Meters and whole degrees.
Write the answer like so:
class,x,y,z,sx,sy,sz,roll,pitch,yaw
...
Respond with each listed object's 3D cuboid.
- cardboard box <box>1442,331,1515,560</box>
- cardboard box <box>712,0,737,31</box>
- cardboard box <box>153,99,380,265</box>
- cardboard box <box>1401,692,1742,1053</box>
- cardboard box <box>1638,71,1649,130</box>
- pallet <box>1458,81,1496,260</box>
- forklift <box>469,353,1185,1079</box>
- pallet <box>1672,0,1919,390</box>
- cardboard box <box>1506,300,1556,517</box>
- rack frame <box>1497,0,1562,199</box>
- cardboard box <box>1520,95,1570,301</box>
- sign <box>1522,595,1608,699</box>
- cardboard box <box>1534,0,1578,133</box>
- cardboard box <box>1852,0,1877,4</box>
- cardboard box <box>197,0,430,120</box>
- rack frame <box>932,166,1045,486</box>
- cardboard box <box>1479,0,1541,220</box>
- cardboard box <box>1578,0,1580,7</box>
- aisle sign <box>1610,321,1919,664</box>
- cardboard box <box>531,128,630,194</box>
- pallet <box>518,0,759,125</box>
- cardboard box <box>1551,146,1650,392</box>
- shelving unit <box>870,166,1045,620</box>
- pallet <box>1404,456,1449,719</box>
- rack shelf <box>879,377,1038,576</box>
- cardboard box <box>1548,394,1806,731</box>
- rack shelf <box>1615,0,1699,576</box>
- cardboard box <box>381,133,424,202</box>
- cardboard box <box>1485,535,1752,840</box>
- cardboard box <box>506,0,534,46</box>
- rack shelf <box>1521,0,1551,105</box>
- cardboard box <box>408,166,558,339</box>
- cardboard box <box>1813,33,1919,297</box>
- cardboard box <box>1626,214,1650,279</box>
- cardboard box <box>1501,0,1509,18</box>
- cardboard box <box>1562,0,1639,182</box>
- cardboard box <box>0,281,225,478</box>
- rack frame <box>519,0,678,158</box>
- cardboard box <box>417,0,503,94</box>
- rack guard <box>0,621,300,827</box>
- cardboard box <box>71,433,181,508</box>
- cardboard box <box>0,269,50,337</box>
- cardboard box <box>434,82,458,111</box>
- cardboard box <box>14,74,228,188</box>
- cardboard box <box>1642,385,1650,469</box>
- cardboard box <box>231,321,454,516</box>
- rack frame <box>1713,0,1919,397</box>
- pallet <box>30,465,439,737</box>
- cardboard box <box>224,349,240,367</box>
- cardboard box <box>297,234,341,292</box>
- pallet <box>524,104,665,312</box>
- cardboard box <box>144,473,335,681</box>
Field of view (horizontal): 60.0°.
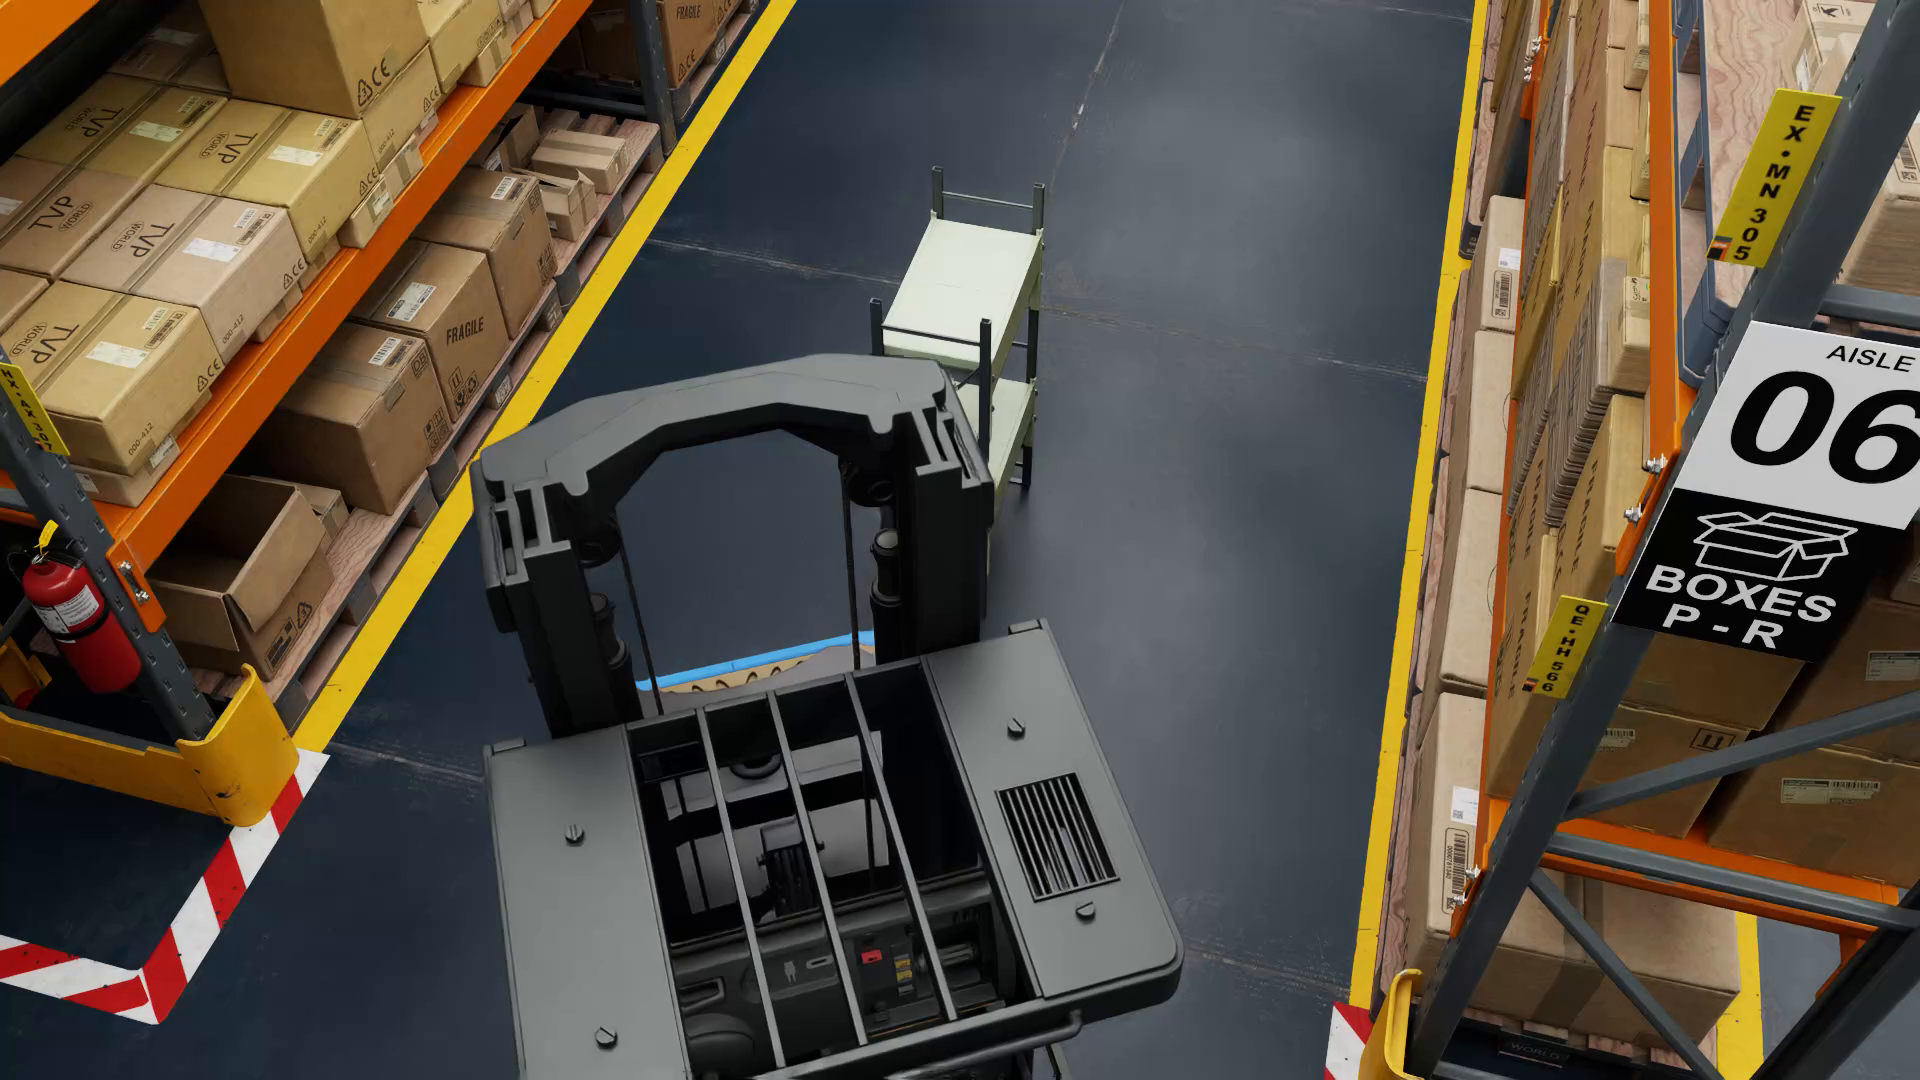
class,x,y,z,sx,sy,sz,roll,pitch,yaw
cardboard box,2.354,-0.293,6.356,0.875,0.438,0.875,10,49,9
cardboard box,-1.457,-3.064,8.760,0.500,0.500,0.500,11,49,10
cardboard box,-2.343,-1.222,5.648,0.500,0.250,0.500,11,49,9
cardboard box,1.882,1.022,5.195,0.875,0.438,0.875,10,49,9
cardboard box,2.076,-1.187,4.550,0.380,0.149,0.250,13,50,11
pallet,2.988,-1.733,8.058,1.003,0.211,1.213,12,50,10
forklift,-0.264,1.161,3.689,1.130,2.935,3.031,-12,50,-11
pallet,1.990,-0.691,3.337,1.003,0.211,1.213,12,50,10
cardboard box,1.949,-0.358,4.917,0.500,0.500,0.500,13,50,11
rack frame,2.858,-2.083,6.506,1.000,3.000,0.127,12,50,10
cardboard box,2.208,-1.106,5.578,0.500,0.500,0.500,12,50,10
sign,1.285,0.232,3.533,0.100,0.325,0.005,12,50,10
cardboard box,2.482,-1.828,6.215,0.500,0.500,0.500,13,50,11
cardboard box,2.247,-1.397,3.614,0.500,0.311,0.500,12,50,11
cardboard box,-2.211,-1.823,5.679,0.500,0.500,0.500,13,50,11
rack frame,0.098,-0.766,6.344,0.400,1.500,0.023,12,50,10
cardboard box,2.944,-1.983,7.555,0.875,0.875,0.875,13,50,11
cardboard box,2.499,-2.150,5.832,0.500,0.500,0.500,12,50,10
aisle sign,1.487,-0.059,2.986,0.394,0.787,0.004,12,50,10
cardboard box,-1.795,-1.794,7.873,0.380,0.149,0.250,10,49,9
pallet,-1.754,-2.733,8.940,1.003,0.211,1.213,12,50,10
cardboard box,1.945,-0.690,4.544,0.500,0.500,0.500,11,50,10
shelving unit,0.002,-0.501,6.111,0.431,1.500,0.755,12,50,10
pallet,2.263,0.260,6.299,1.003,0.211,1.213,12,50,10
rack shelf,0.002,-0.285,6.355,0.431,0.370,0.720,12,50,10
cardboard box,1.702,0.051,3.890,0.500,0.500,0.500,13,50,11
rack shelf,2.331,-1.391,4.375,1.077,0.370,4.000,12,50,10
cardboard box,-2.197,-1.383,6.057,0.380,0.149,0.250,13,50,11
cardboard box,1.677,0.376,4.269,0.500,0.500,0.500,12,50,10
cardboard box,-1.960,-2.126,6.712,0.380,0.149,0.250,13,50,11
rack shelf,3.384,-3.291,8.053,1.077,0.370,4.000,12,50,10
cardboard box,-2.197,-1.263,7.170,0.700,0.500,0.500,10,49,9
cardboard box,1.836,-0.648,2.992,0.500,0.250,0.500,7,49,7
cardboard box,1.843,-0.633,4.061,0.380,0.149,0.250,13,50,11
cardboard box,3.410,-3.284,8.704,0.875,0.875,0.875,12,50,10
cardboard box,2.214,-1.418,5.186,0.500,0.500,0.500,12,50,11
cardboard box,-2.605,-0.490,5.002,0.500,0.250,0.500,12,50,10
rack frame,-1.932,-3.060,7.369,1.000,3.000,0.127,12,50,10
cardboard box,-2.092,-1.968,6.307,0.500,0.250,0.500,11,50,10
rack guard,-2.965,0.606,5.801,1.175,0.500,0.348,12,50,10
cardboard box,-2.634,-0.267,5.071,0.380,0.149,0.250,11,50,10
cardboard box,-3.120,-0.600,5.100,0.500,0.250,0.500,13,50,11
cardboard box,-2.176,-1.771,6.399,0.380,0.149,0.250,12,50,11
cardboard box,-2.848,-1.330,5.744,0.500,0.250,0.500,13,50,11
cardboard box,1.750,-0.256,3.728,0.380,0.149,0.250,12,50,11
cardboard box,-2.470,-0.512,6.508,0.700,0.500,0.500,13,50,12
rack frame,1.805,-1.175,1.704,1.000,3.000,0.127,12,50,10
pallet,-2.756,0.125,6.418,1.003,0.211,1.213,12,50,10
cardboard box,-2.576,-0.657,5.415,0.380,0.149,0.250,11,49,10
cardboard box,-2.386,-1.021,5.737,0.380,0.149,0.250,12,50,11
pallet,-2.114,-1.640,7.976,1.003,0.211,1.213,12,50,10
cardboard box,-2.732,0.097,5.967,0.797,0.503,0.637,10,49,9
